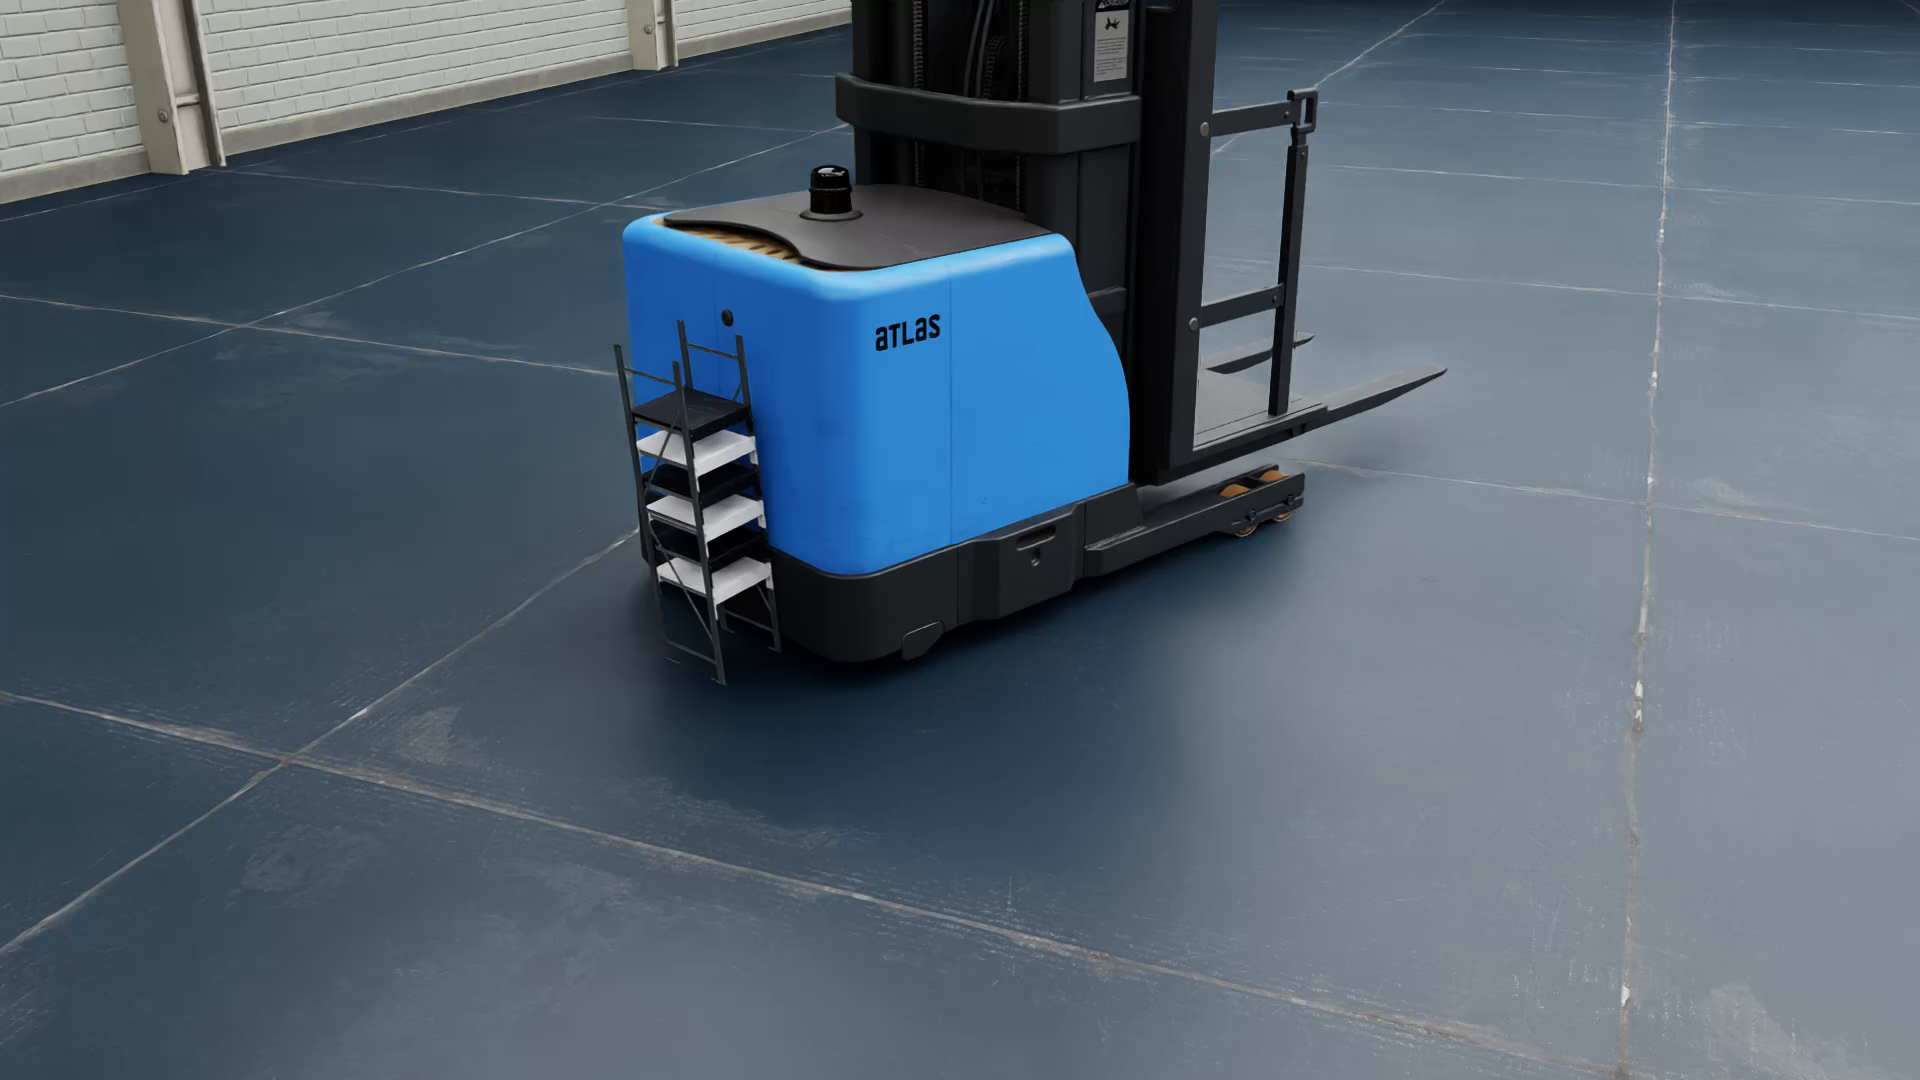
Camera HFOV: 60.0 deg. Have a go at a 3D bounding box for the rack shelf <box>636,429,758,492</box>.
[{"bbox_3d":[-0.673,-0.220,4.209,0.258,0.077,0.200,18,34,37],"label":"rack shelf"}]

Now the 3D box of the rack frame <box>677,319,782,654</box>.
[{"bbox_3d":[-0.598,-0.128,4.342,0.240,0.900,0.006,18,34,37],"label":"rack frame"}]

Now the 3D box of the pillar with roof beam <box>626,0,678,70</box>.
[{"bbox_3d":[0.982,-8.206,13.221,9.100,9.000,0.400,9,24,20],"label":"pillar with roof beam"}]

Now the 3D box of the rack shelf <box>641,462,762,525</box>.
[{"bbox_3d":[-0.668,-0.140,4.250,0.258,0.077,0.200,18,34,37],"label":"rack shelf"}]

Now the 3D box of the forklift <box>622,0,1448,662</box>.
[{"bbox_3d":[0.481,-1.493,5.022,3.031,2.935,1.130,-19,29,-38],"label":"forklift"}]

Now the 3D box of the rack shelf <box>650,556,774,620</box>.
[{"bbox_3d":[-0.651,0.101,4.371,0.258,0.077,0.200,18,34,37],"label":"rack shelf"}]

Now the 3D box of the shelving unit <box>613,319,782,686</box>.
[{"bbox_3d":[-0.664,-0.089,4.275,0.258,0.900,0.210,18,34,37],"label":"shelving unit"}]

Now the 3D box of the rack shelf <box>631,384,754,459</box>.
[{"bbox_3d":[-0.678,-0.300,4.169,0.258,0.077,0.200,18,34,37],"label":"rack shelf"}]

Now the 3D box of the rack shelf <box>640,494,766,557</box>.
[{"bbox_3d":[-0.662,-0.060,4.290,0.258,0.077,0.200,18,34,37],"label":"rack shelf"}]

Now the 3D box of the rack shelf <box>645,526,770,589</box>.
[{"bbox_3d":[-0.657,0.021,4.330,0.258,0.077,0.200,18,34,37],"label":"rack shelf"}]

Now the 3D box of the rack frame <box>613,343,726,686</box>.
[{"bbox_3d":[-0.730,-0.051,4.208,0.240,0.900,0.006,18,34,37],"label":"rack frame"}]

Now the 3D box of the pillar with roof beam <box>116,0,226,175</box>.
[{"bbox_3d":[-1.247,-6.059,8.080,9.100,9.000,0.400,9,24,20],"label":"pillar with roof beam"}]
